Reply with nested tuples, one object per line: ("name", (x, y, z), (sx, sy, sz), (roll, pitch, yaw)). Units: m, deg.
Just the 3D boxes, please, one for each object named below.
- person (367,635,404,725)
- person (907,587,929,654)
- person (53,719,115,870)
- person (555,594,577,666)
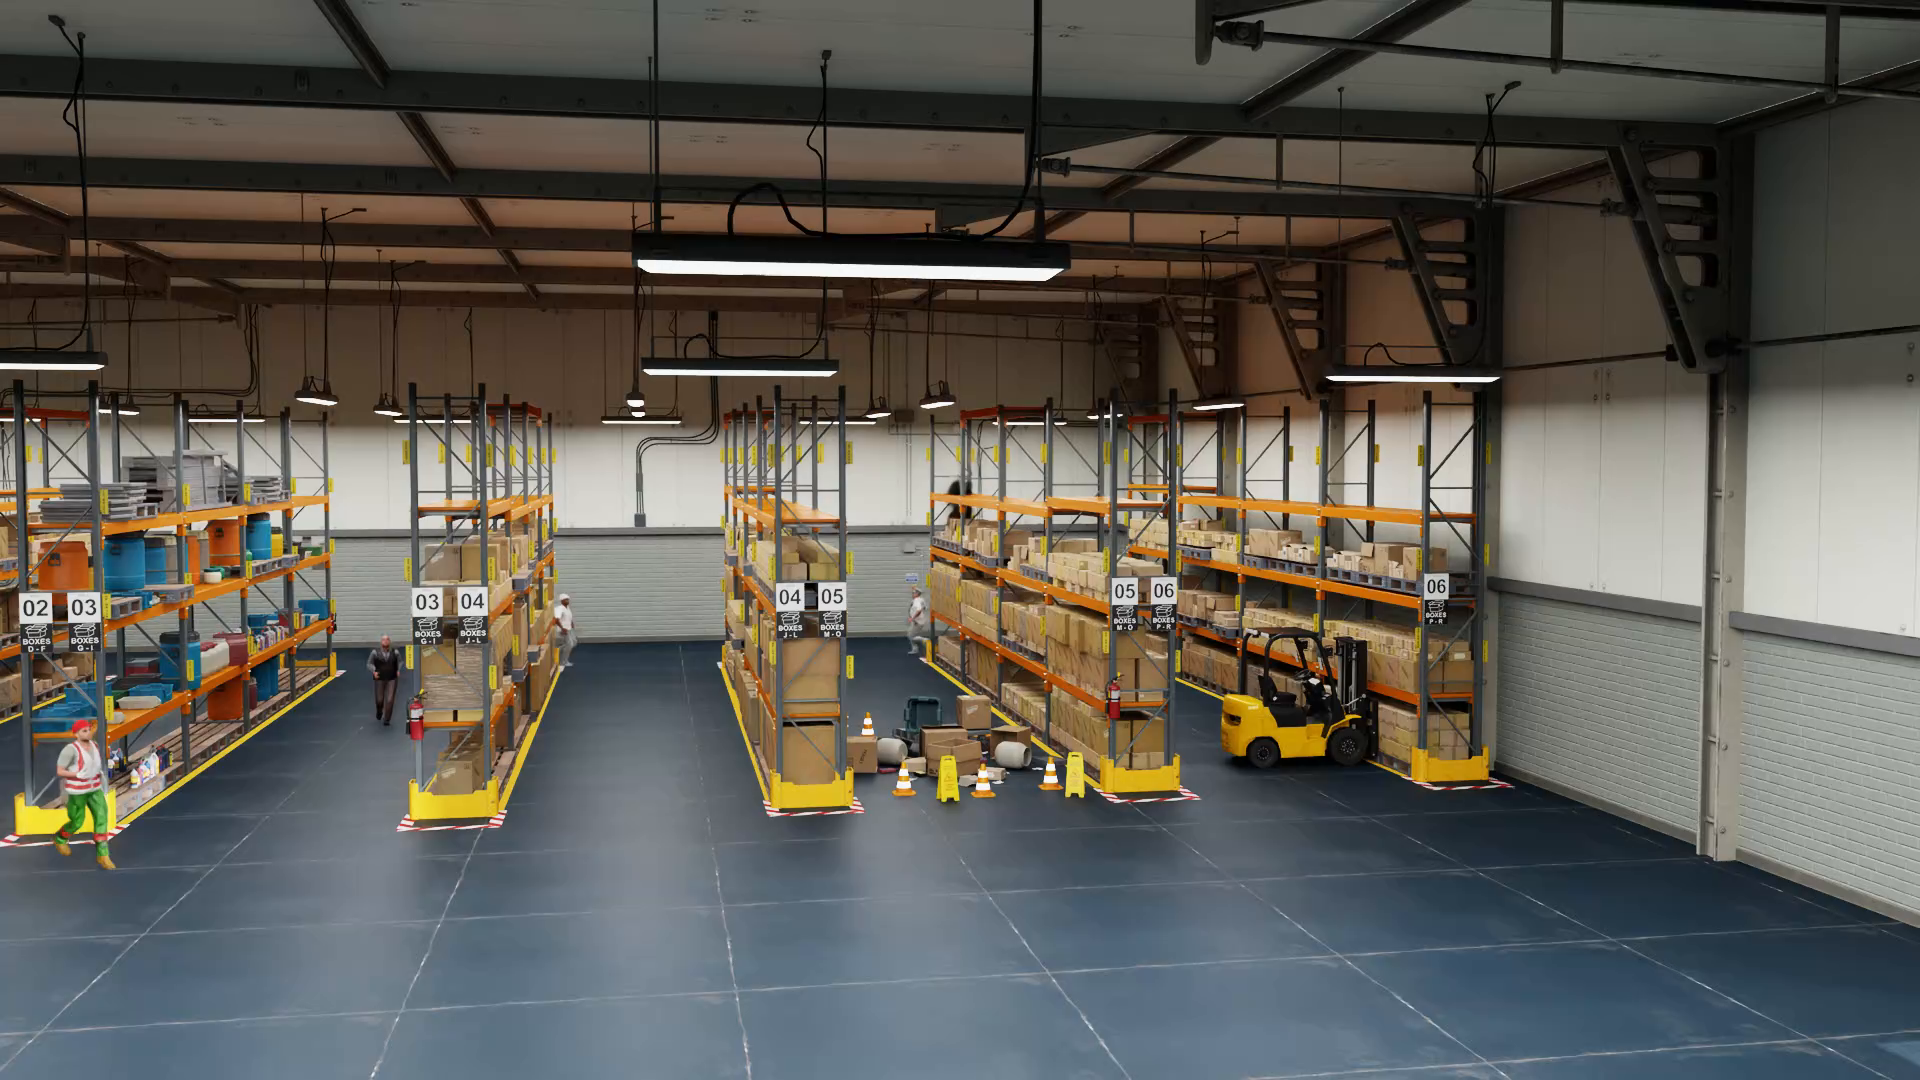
("person", (-10.664, 2.596, 30.892), (0.646, 1.677, 0.580), (-1, 3, -24))
("person", (-1.031, 2.044, 41.710), (0.675, 1.725, 0.704), (0, 3, 8))
("person", (-10.704, 3.085, 20.271), (0.988, 1.817, 0.656), (1, 3, 24))
("person", (-9.440, 2.140, 39.677), (0.542, 1.726, 0.726), (0, 3, 1))
